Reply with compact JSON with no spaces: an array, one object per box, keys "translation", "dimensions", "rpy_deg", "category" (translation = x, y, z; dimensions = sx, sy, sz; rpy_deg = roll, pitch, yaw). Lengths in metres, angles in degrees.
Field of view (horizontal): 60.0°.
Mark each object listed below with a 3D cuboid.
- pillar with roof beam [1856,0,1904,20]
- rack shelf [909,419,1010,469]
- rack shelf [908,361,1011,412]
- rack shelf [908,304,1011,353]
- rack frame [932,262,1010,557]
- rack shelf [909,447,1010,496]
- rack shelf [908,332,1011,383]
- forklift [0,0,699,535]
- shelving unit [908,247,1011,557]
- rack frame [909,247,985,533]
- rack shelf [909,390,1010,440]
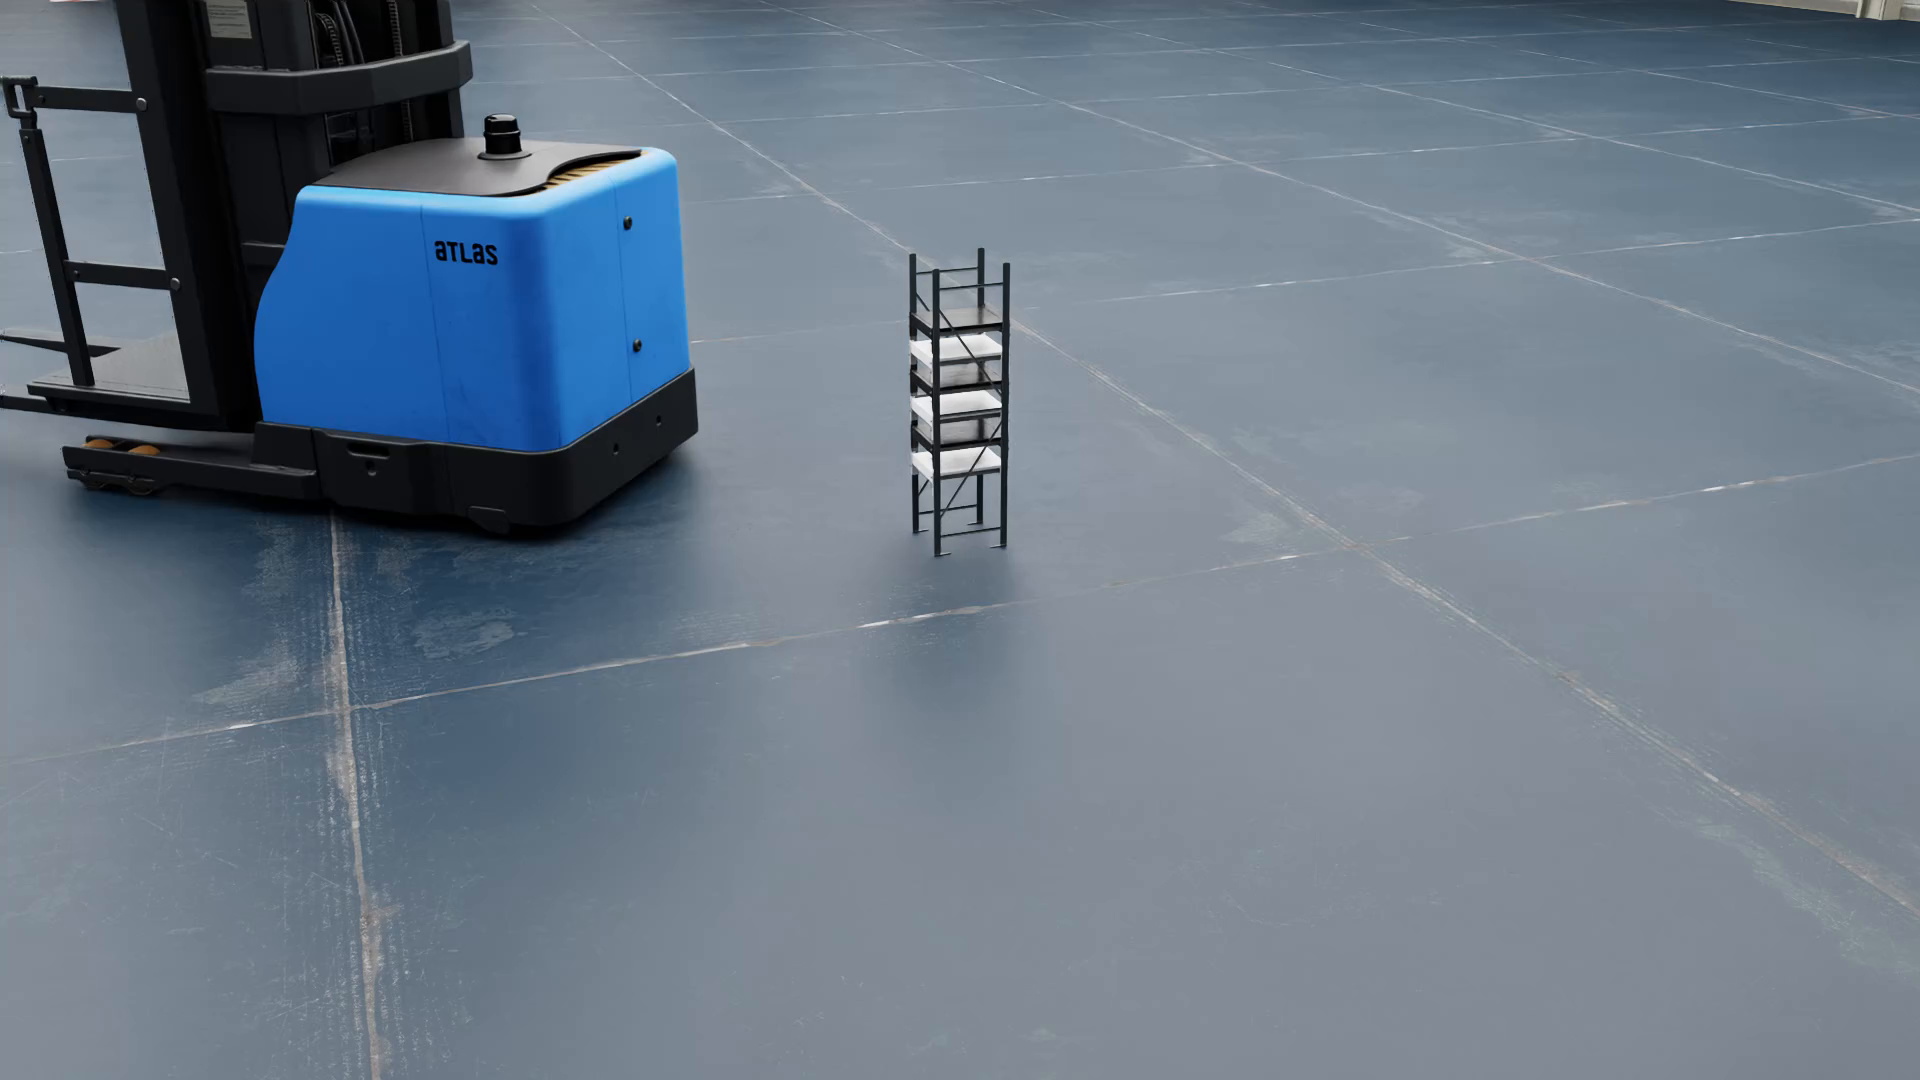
[{"translation":[7.308,-9.999,17.388],"dimensions":[9.100,9.000,0.400],"rpy_deg":[-8,24,-19],"category":"pillar with roof beam"},{"translation":[-0.003,-0.304,5.130],"dimensions":[0.258,0.077,0.200],"rpy_deg":[-8,24,-19],"category":"rack shelf"},{"translation":[-0.003,-0.470,5.060],"dimensions":[0.258,0.077,0.200],"rpy_deg":[-8,24,-19],"category":"rack shelf"},{"translation":[-0.003,-0.636,4.990],"dimensions":[0.258,0.077,0.200],"rpy_deg":[-8,24,-19],"category":"rack shelf"},{"translation":[0.033,-0.381,4.995],"dimensions":[0.240,0.900,0.006],"rpy_deg":[-8,24,-19],"category":"rack frame"},{"translation":[-0.003,-0.221,5.165],"dimensions":[0.258,0.077,0.200],"rpy_deg":[-8,24,-19],"category":"rack shelf"},{"translation":[-0.003,-0.553,5.025],"dimensions":[0.258,0.077,0.200],"rpy_deg":[-8,24,-19],"category":"rack shelf"},{"translation":[-2.519,-1.688,5.481],"dimensions":[3.031,2.935,1.130],"rpy_deg":[7,24,16],"category":"forklift"},{"translation":[-0.003,-0.418,5.082],"dimensions":[0.258,0.900,0.210],"rpy_deg":[-8,24,-19],"category":"shelving unit"},{"translation":[-0.039,-0.455,5.170],"dimensions":[0.240,0.900,0.006],"rpy_deg":[-8,24,-19],"category":"rack frame"},{"translation":[-0.003,-0.387,5.095],"dimensions":[0.258,0.077,0.200],"rpy_deg":[-8,24,-19],"category":"rack shelf"}]
